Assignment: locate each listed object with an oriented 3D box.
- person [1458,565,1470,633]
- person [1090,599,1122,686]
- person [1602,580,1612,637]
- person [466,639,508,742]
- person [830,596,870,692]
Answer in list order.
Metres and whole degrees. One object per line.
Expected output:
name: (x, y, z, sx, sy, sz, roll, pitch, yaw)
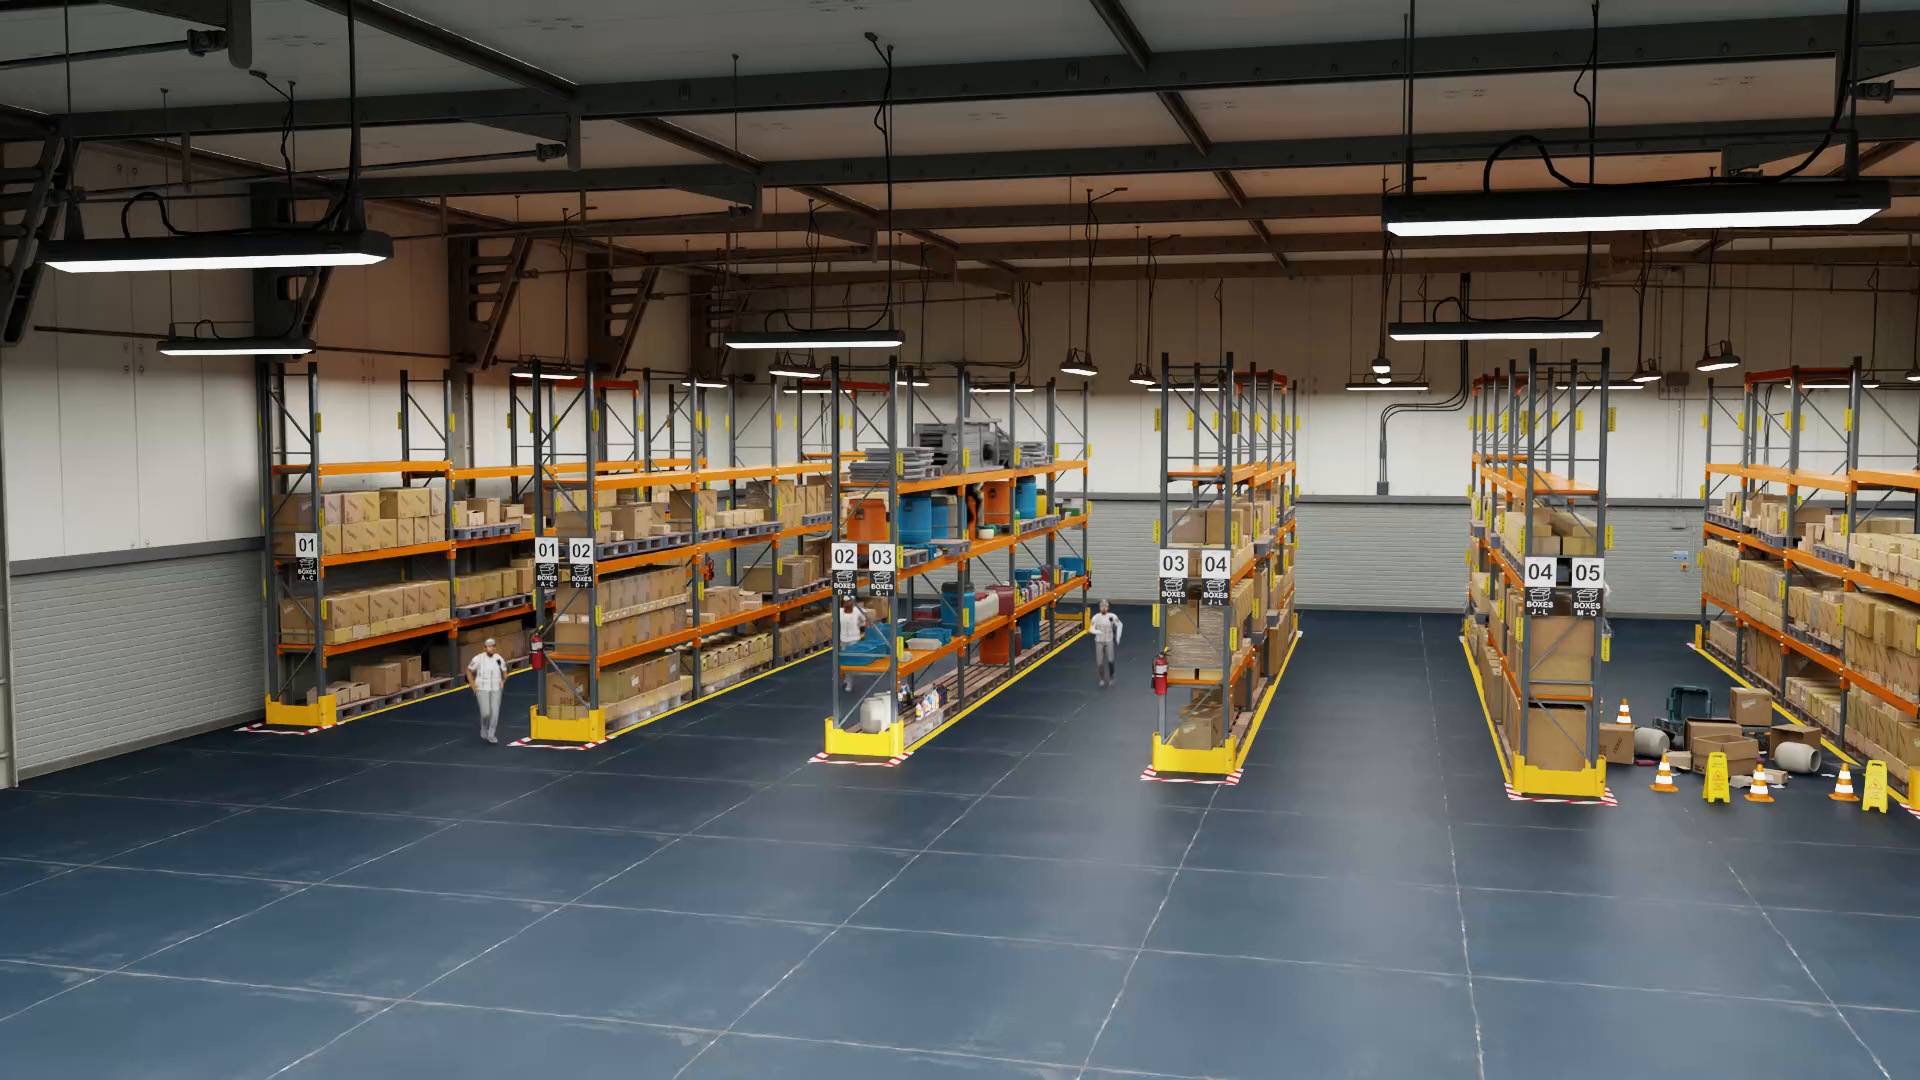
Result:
person: (12.232, 1.371, 39.296, 0.868, 1.769, 0.749, 1, 4, 17)
person: (2.759, 1.948, 31.457, 0.616, 1.678, 0.613, 0, 4, 6)
person: (14.867, 1.486, 38.733, 0.642, 1.590, 0.539, 1, 4, 18)
person: (-7.365, 2.364, 26.033, 0.616, 1.630, 0.508, -2, 5, -31)
person: (-2.089, 1.908, 31.361, 0.723, 1.795, 0.864, 1, 4, 8)
